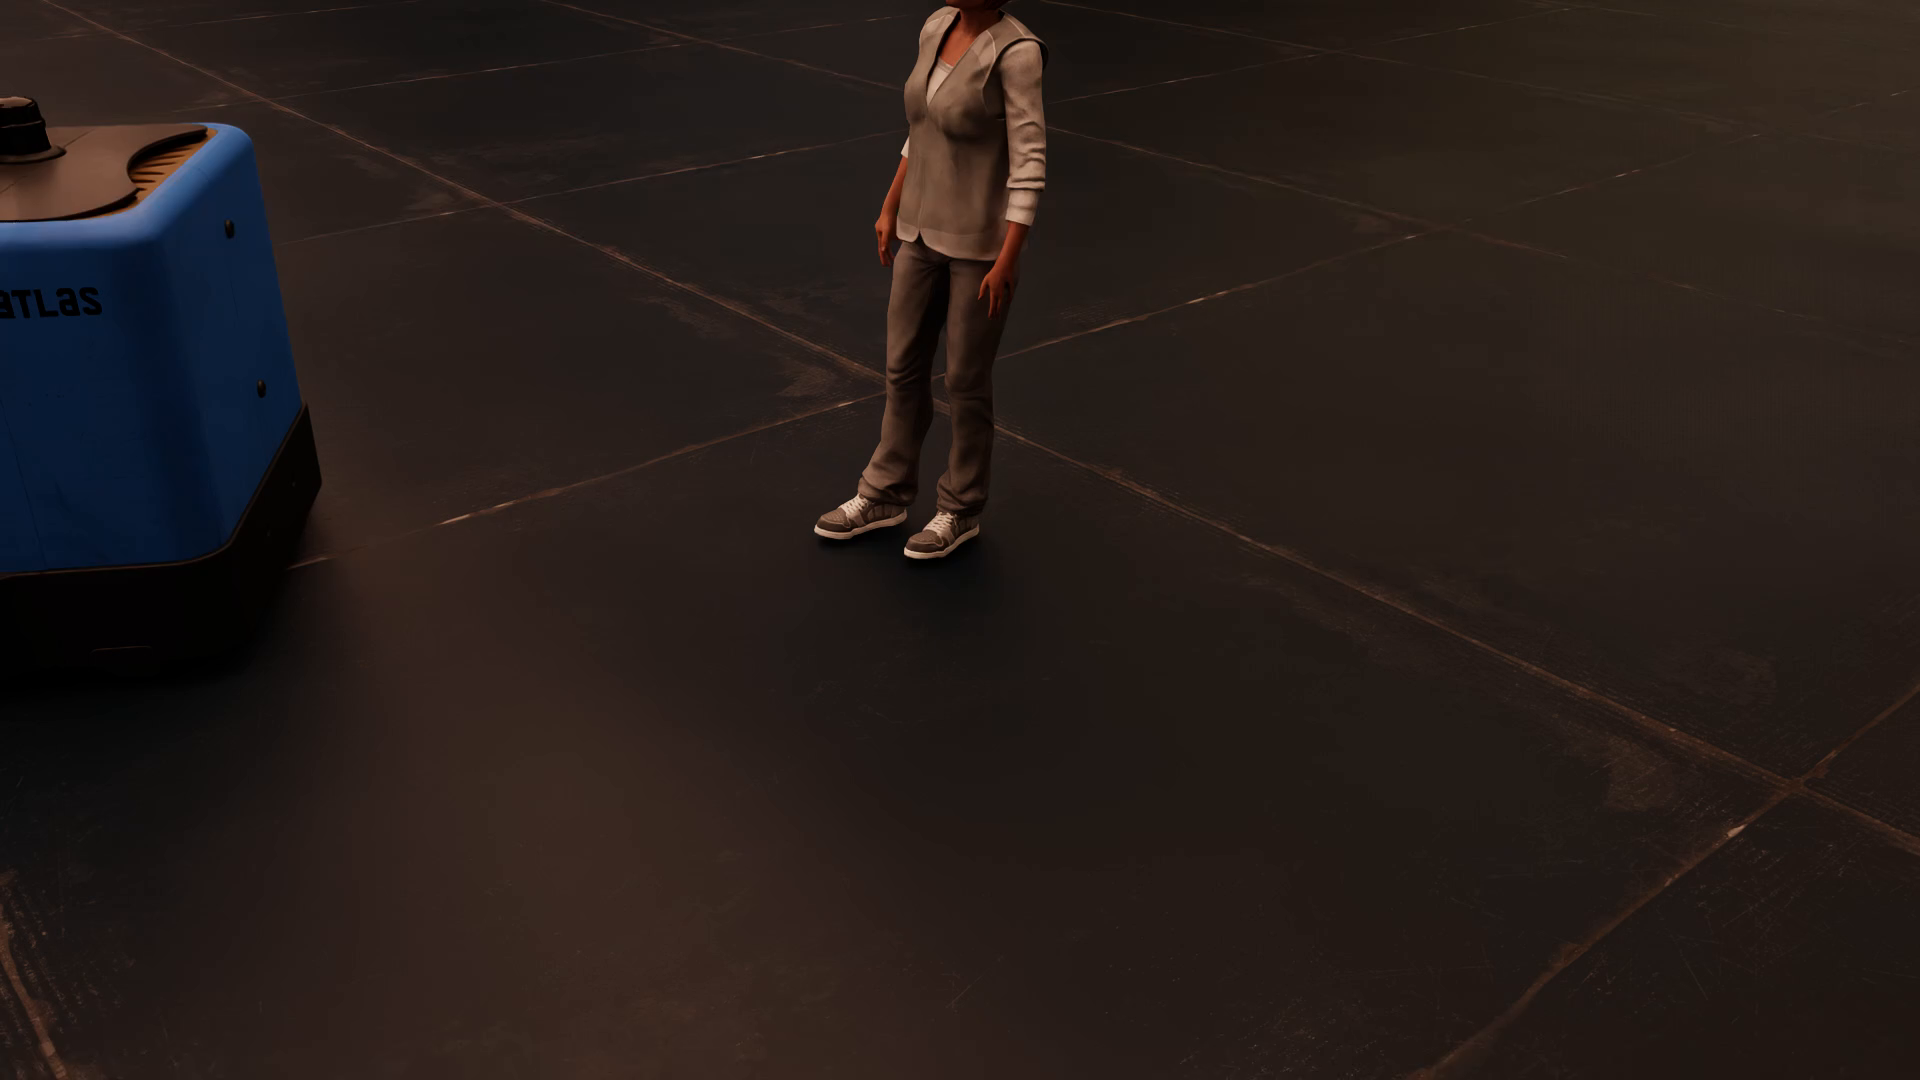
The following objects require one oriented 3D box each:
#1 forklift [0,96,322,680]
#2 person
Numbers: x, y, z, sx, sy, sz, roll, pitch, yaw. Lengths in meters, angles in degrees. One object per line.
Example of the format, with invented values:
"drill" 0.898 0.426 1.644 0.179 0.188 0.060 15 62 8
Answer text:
"forklift" -3.219 -1.116 3.453 3.031 2.935 1.130 -4 27 -8
"person" -0.065 -0.706 4.110 0.475 1.596 0.521 -20 33 -35
